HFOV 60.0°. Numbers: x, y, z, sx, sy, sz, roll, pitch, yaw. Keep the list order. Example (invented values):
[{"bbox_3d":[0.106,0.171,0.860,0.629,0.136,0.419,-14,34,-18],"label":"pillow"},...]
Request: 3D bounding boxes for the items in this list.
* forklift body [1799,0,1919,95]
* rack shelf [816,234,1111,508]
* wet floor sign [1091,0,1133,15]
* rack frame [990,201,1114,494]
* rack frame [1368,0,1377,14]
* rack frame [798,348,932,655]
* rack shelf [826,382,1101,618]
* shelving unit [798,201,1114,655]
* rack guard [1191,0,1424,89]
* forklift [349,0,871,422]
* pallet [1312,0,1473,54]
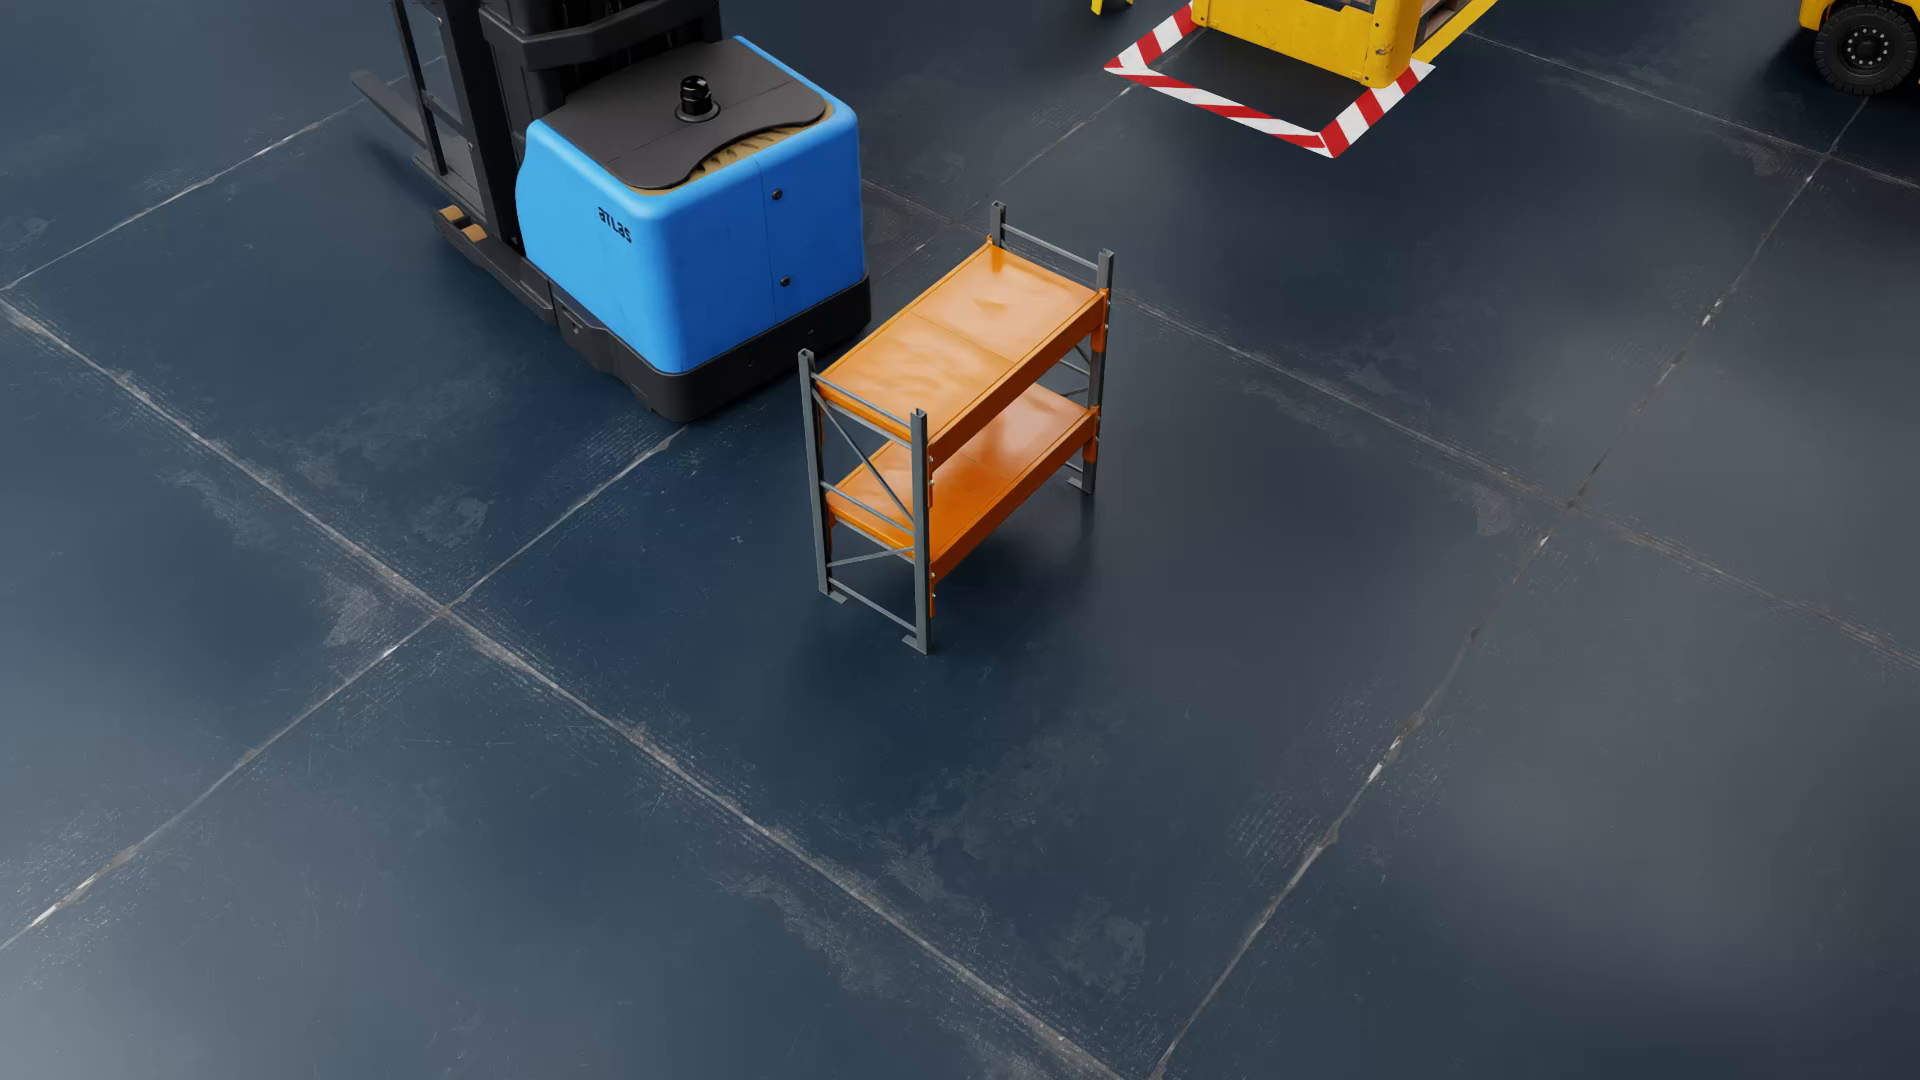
[{"bbox_3d":[5.380,-3.026,7.653,2.313,2.155,1.214,29,53,25],"label":"forklift body"},{"bbox_3d":[0.004,-0.595,5.635,0.538,0.278,1.000,29,53,25],"label":"rack shelf"},{"bbox_3d":[0.771,-3.171,8.832,0.232,0.644,0.267,-25,51,-22],"label":"wet floor sign"},{"bbox_3d":[0.315,-0.683,6.125,0.500,1.125,0.032,29,53,25],"label":"rack frame"},{"bbox_3d":[1.734,-3.619,7.633,1.000,3.000,0.127,29,53,25],"label":"rack frame"},{"bbox_3d":[-0.307,-0.102,5.569,0.500,1.125,0.032,29,53,25],"label":"rack frame"},{"bbox_3d":[0.004,-0.224,6.024,0.538,0.278,1.000,29,53,25],"label":"rack shelf"},{"bbox_3d":[0.004,-0.392,5.847,0.538,1.125,1.048,29,53,25],"label":"shelving unit"},{"bbox_3d":[1.781,-2.800,8.579,1.175,0.500,0.348,29,53,25],"label":"rack guard"},{"bbox_3d":[-1.728,-2.470,6.583,1.130,2.935,3.031,-33,54,-27],"label":"forklift"},{"bbox_3d":[2.306,-3.149,9.112,1.003,0.211,1.213,29,53,25],"label":"pallet"}]
